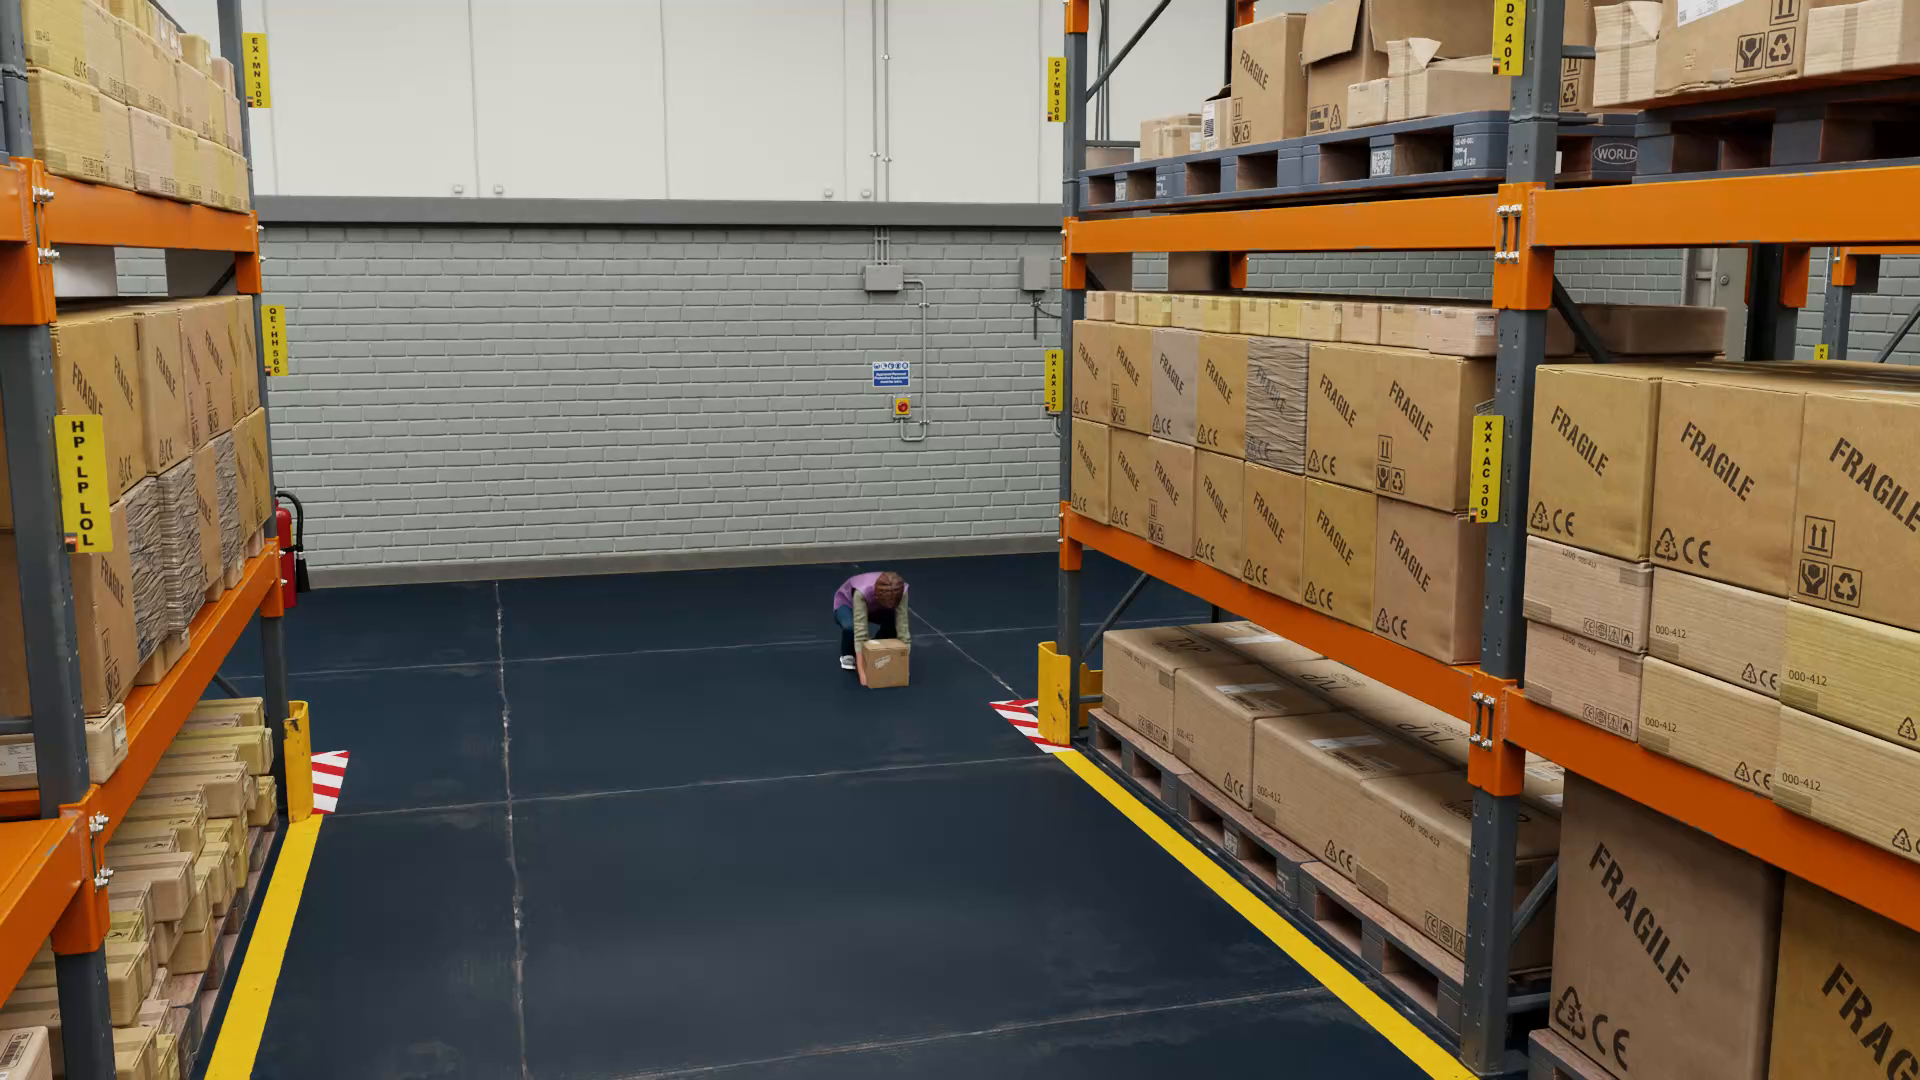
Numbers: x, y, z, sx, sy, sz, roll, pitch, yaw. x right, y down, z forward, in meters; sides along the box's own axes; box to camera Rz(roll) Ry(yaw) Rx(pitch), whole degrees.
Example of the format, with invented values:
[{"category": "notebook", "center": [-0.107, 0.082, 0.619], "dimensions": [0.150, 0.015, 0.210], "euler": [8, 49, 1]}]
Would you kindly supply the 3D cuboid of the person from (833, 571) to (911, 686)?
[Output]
[{"category": "person", "center": [-0.565, 0.544, 10.659], "dimensions": [0.427, 0.735, 0.838], "euler": [-3, 10, -17]}]
